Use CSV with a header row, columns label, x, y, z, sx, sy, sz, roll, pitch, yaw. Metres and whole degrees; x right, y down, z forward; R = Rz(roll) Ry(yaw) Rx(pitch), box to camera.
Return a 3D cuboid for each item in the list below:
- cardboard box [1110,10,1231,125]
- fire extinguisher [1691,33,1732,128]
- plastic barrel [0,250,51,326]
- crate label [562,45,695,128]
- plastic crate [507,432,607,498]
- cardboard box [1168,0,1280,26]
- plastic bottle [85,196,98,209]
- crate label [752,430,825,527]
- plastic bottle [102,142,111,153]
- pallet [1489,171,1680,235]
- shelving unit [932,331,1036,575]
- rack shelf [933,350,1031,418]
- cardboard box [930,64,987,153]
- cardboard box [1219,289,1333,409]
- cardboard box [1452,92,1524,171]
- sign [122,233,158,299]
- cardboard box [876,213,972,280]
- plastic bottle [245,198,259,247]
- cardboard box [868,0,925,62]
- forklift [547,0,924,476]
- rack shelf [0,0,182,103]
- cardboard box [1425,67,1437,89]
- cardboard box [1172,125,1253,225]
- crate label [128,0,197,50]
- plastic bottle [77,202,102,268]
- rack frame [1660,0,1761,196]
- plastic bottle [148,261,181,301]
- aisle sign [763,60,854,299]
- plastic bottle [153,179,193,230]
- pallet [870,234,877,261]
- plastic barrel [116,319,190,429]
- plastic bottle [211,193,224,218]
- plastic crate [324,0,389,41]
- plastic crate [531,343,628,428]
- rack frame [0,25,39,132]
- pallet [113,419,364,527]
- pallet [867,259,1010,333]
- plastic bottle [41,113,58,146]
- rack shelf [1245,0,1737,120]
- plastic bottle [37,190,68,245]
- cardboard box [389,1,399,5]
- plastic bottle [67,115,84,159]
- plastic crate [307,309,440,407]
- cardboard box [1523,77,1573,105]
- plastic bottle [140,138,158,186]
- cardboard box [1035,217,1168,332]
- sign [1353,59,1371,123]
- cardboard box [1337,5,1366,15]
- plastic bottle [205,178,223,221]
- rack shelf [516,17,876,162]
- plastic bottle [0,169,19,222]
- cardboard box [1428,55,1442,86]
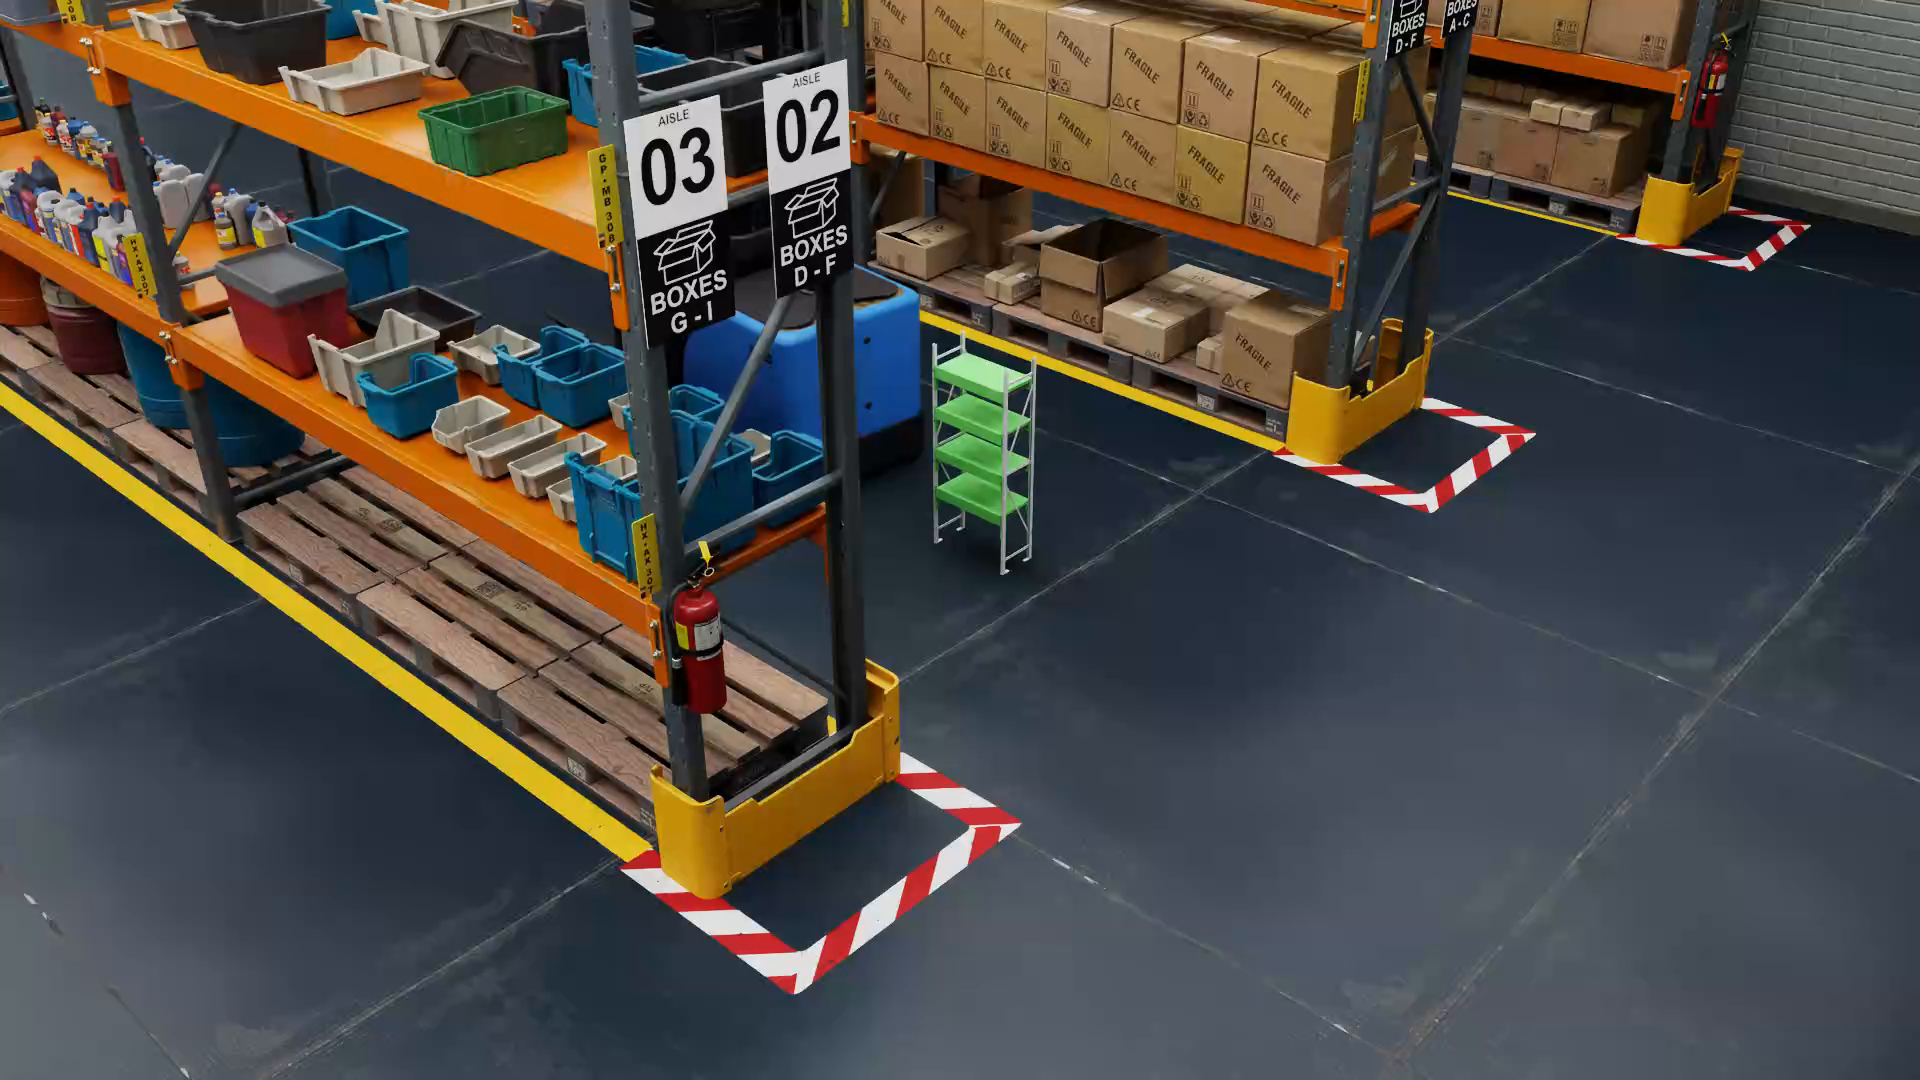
label,x,y,z,sx,sy,sz,roll,pitch,yaw
cardboard box,1.263,-2.849,10.008,0.500,0.500,0.500,26,40,36
fire extinguisher,5.663,-3.451,12.511,0.183,0.674,0.296,25,39,35
plastic barrel,-6.344,-1.940,11.262,0.708,0.830,0.600,25,39,35
crate label,-1.254,-1.749,6.482,0.502,0.251,0.408,25,39,35
plastic crate,-1.718,-0.316,7.064,0.243,0.136,0.396,25,39,35
cardboard box,1.627,-3.056,10.351,0.500,0.500,0.500,26,39,36
plastic bottle,-4.936,-1.828,9.503,0.097,0.271,0.097,0,31,0
crate label,-0.749,-0.250,6.860,0.303,0.233,0.416,25,39,35
plastic bottle,-5.382,-2.428,10.568,0.097,0.201,0.097,0,31,0
pallet,5.216,-2.925,13.904,1.213,0.211,1.003,25,39,35
shelving unit,0.123,-0.457,8.845,0.503,1.200,0.258,25,39,35
rack shelf,0.123,-0.813,8.631,0.480,0.148,0.258,25,39,35
cardboard box,0.151,-2.948,11.141,0.500,0.500,0.500,26,40,36
cardboard box,1.971,-1.189,10.313,0.500,0.500,0.500,25,39,35
cardboard box,4.531,-3.533,14.226,0.500,0.500,0.700,24,38,34
sign,-4.123,-1.377,8.361,0.005,0.325,0.100,25,39,35
cardboard box,-0.260,-2.170,12.127,0.500,0.311,0.500,25,39,35
plastic bottle,-4.007,-1.816,9.484,0.097,0.271,0.097,0,31,0
cardboard box,-0.265,-3.562,11.192,0.500,0.500,0.500,26,40,36
forklift,-1.577,-2.159,9.995,1.130,2.935,3.031,-25,39,-35
rack shelf,-5.235,-3.138,9.343,4.000,0.370,1.077,25,39,35
cardboard box,3.900,-3.977,14.335,0.250,0.149,0.380,24,38,34
cardboard box,1.638,-2.249,9.981,0.500,0.500,0.500,25,39,35
crate label,-3.584,-2.361,7.611,0.466,0.136,0.293,25,39,35
plastic bottle,-4.791,-1.704,9.221,0.185,0.351,0.144,25,39,35
rack frame,5.861,-3.873,12.775,0.127,3.000,1.000,25,39,35
plastic bottle,-4.262,-1.428,8.834,0.135,0.276,0.152,25,39,35
aisle sign,-0.534,-1.287,5.958,0.004,0.787,0.394,25,39,35
plastic bottle,-4.629,-1.984,9.757,0.135,0.276,0.152,25,39,35
pallet,-1.054,-2.434,13.088,1.213,0.211,1.003,25,39,35
plastic barrel,-4.669,-1.189,9.945,0.708,0.901,0.600,25,39,35
plastic bottle,-4.323,-1.934,9.747,0.097,0.201,0.097,0,31,0
plastic crate,-2.863,-2.489,7.730,0.300,0.233,0.416,25,39,35
plastic crate,-1.725,-0.705,7.617,0.300,0.233,0.416,25,39,35
rack frame,-6.718,-2.853,11.081,0.127,3.000,1.000,25,39,35
pallet,-4.297,-0.557,9.970,1.213,0.211,1.003,25,39,35
pallet,0.083,-1.929,12.249,1.213,0.211,1.003,25,39,35
plastic bottle,-6.059,-2.744,11.092,0.097,0.201,0.097,0,31,0
rack shelf,4.378,-4.257,14.110,4.000,0.370,1.077,25,39,35
plastic bottle,-5.178,-1.856,9.545,0.135,0.276,0.152,25,39,35
cardboard box,-5.865,-5.342,16.930,0.500,0.311,0.500,25,39,35
plastic bottle,-5.743,-2.627,10.830,0.097,0.271,0.097,0,31,0
plastic crate,-2.744,-0.845,7.801,0.530,0.282,0.437,25,39,35
cardboard box,4.941,-3.759,13.973,0.250,0.149,0.380,25,39,35
plastic bottle,-4.959,-2.278,10.174,0.185,0.351,0.144,25,39,35
cardboard box,0.971,-1.832,11.379,0.637,0.503,0.797,25,39,35
sign,2.153,-2.403,8.905,0.005,0.325,0.100,25,39,35
cardboard box,3.824,-4.937,14.251,0.700,0.700,0.980,24,38,34
plastic bottle,-4.397,-2.016,9.804,0.133,0.283,0.061,25,39,35
rack shelf,-1.909,-3.745,13.261,4.000,0.370,1.077,25,39,35
plastic bottle,-5.586,-2.046,9.861,0.135,0.276,0.152,25,39,35
cardboard box,4.181,-4.112,14.559,0.250,0.149,0.380,25,39,36
